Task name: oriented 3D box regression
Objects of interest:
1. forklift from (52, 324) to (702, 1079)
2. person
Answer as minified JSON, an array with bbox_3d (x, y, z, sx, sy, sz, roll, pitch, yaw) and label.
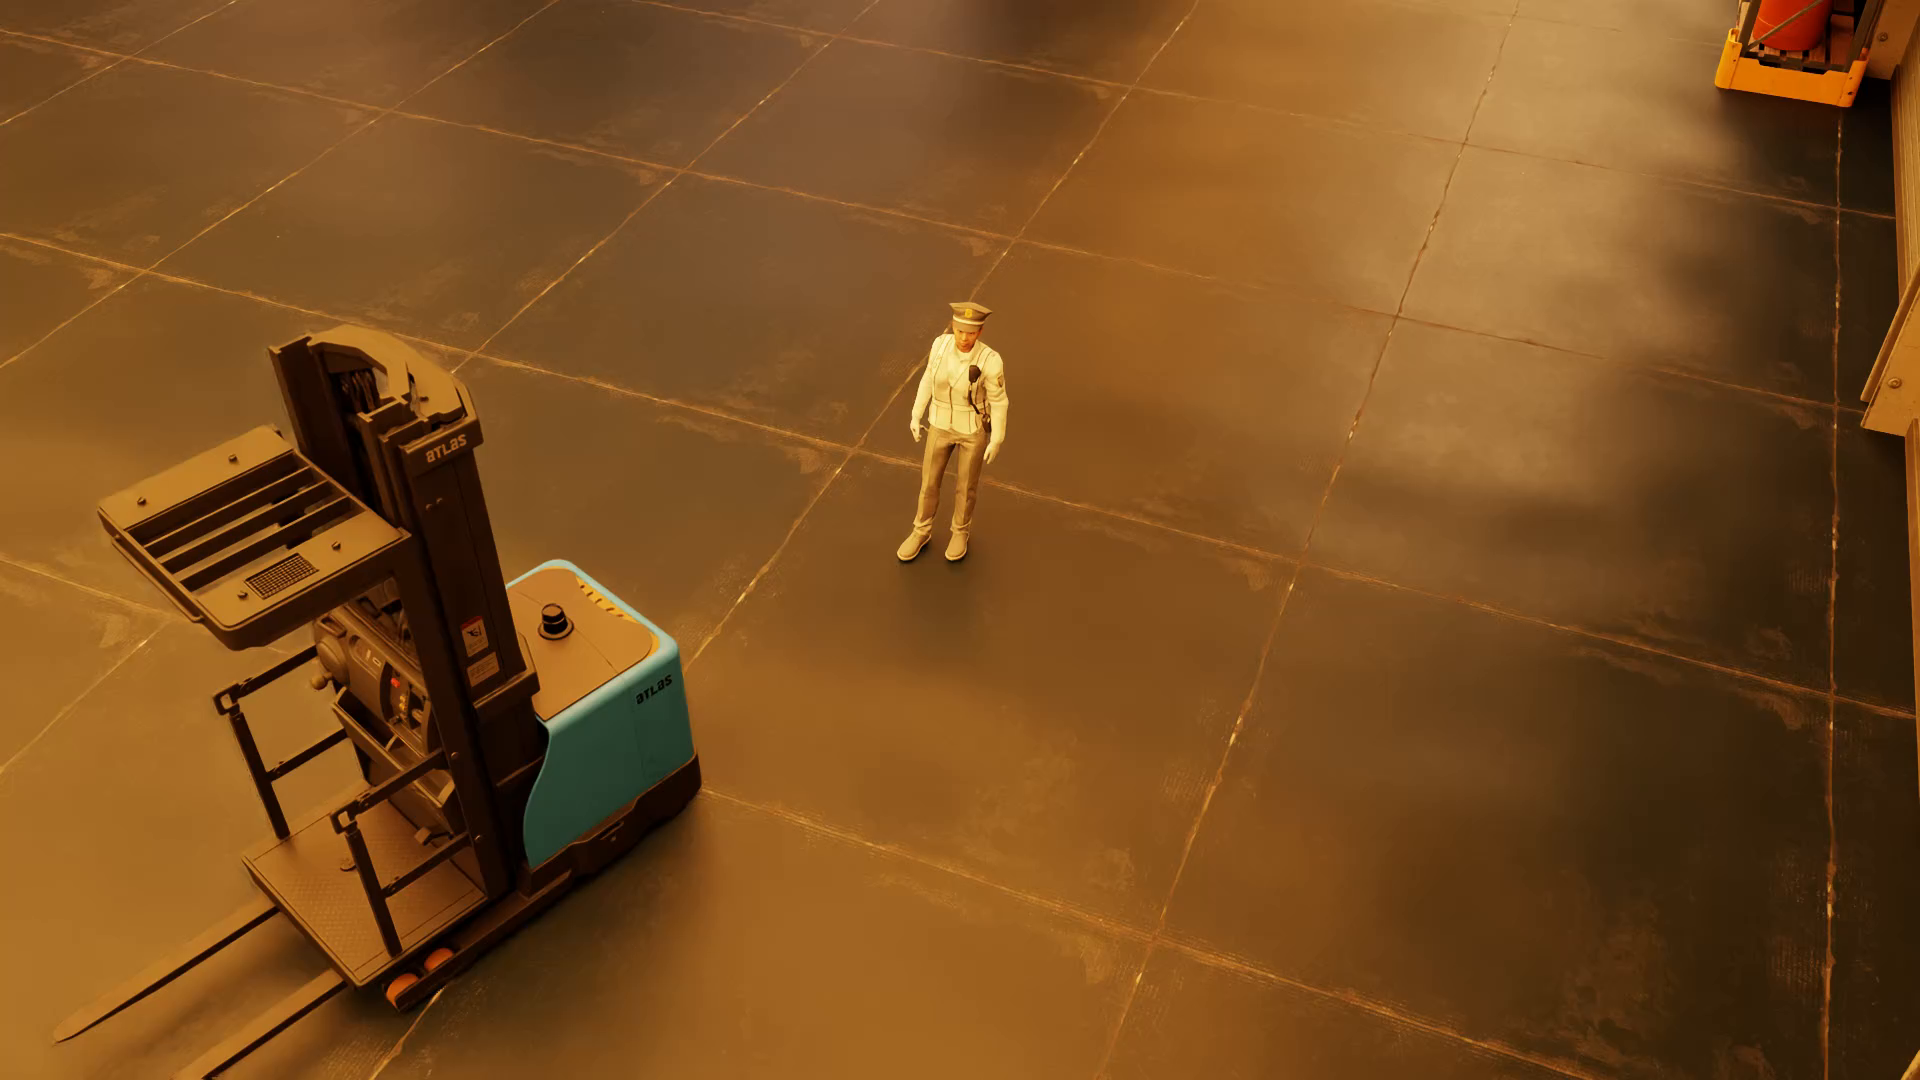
[{"bbox_3d":[-2.725,0.671,7.204,1.130,2.935,3.031,31,49,32],"label":"forklift"},{"bbox_3d":[-0.032,-0.616,9.695,0.588,1.695,0.531,15,42,17],"label":"person"}]
